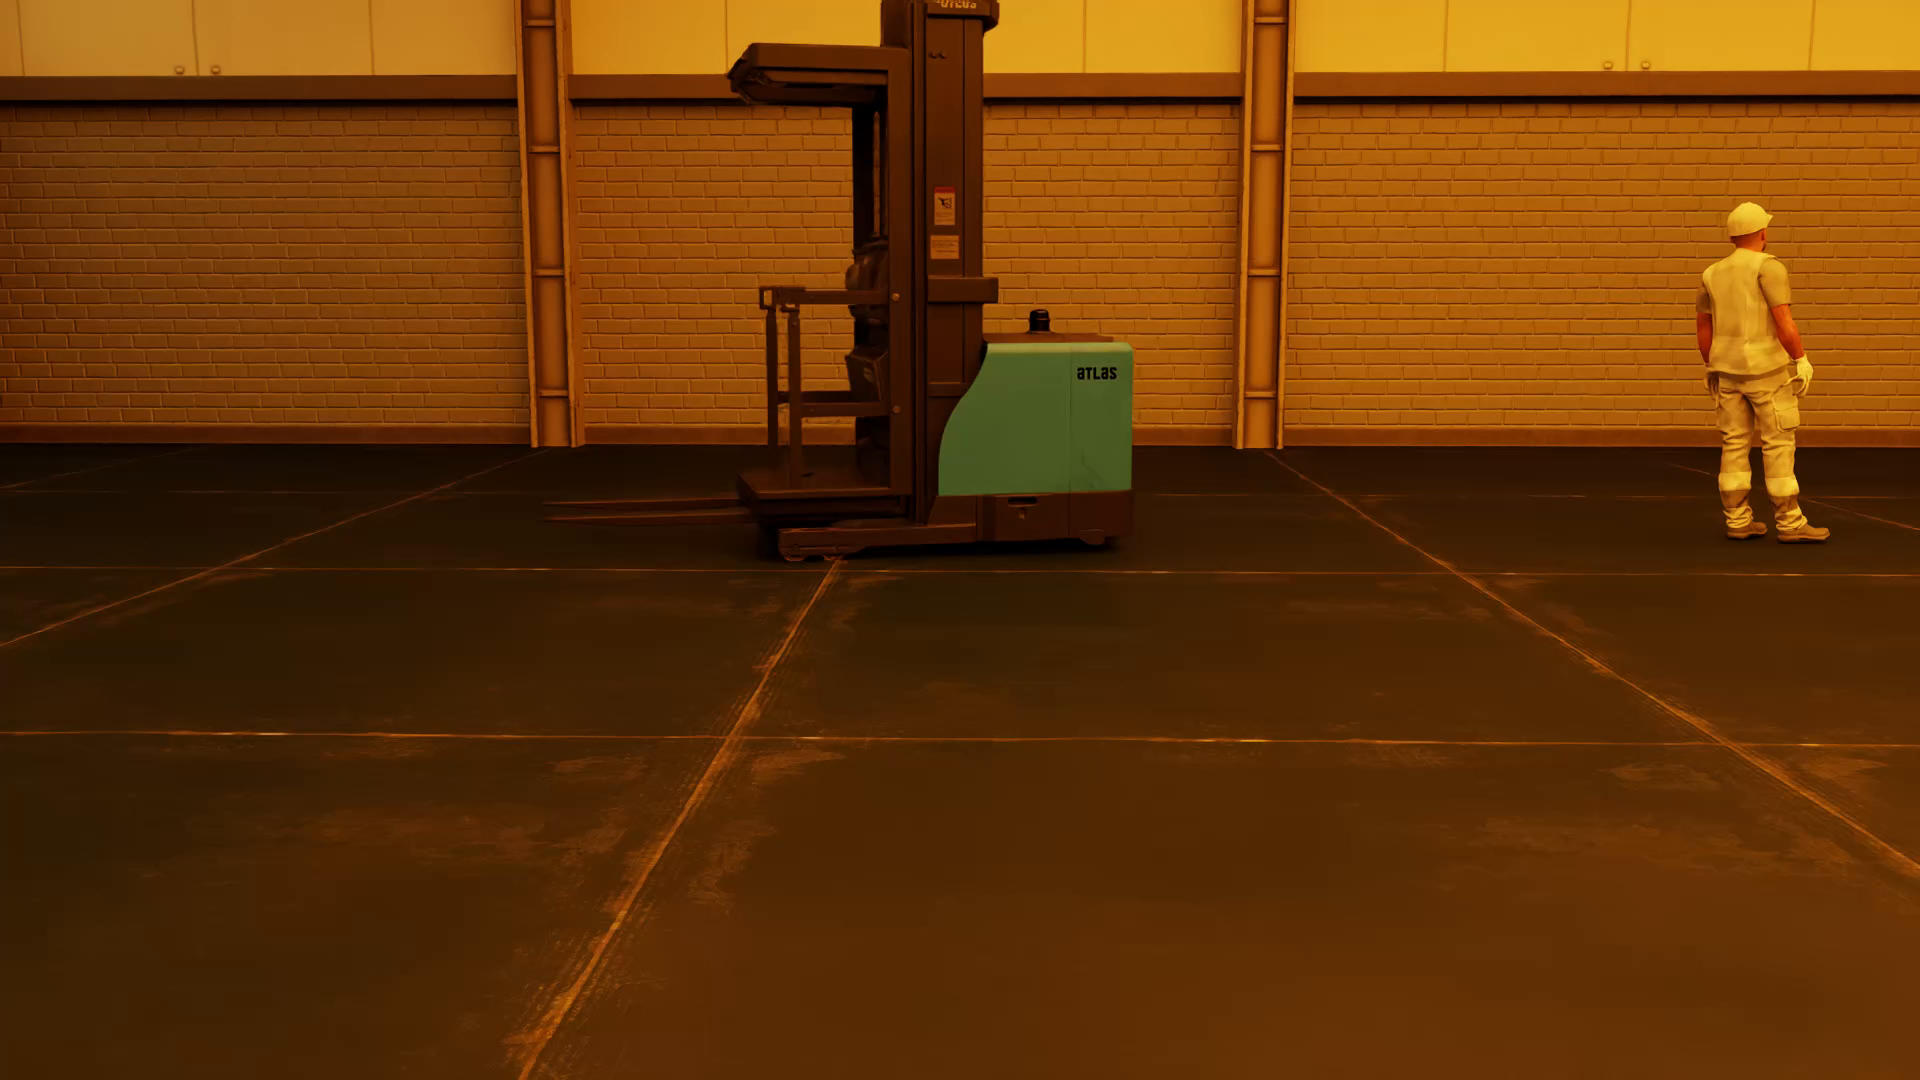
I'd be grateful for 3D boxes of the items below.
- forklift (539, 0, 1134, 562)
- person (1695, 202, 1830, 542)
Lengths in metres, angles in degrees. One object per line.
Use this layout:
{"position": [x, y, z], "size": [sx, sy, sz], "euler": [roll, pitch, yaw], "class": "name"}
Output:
{"position": [-0.664, -1.425, 8.624], "size": [3.031, 2.935, 1.130], "euler": [-2, 9, -13], "class": "forklift"}
{"position": [4.303, -0.900, 8.923], "size": [0.561, 1.790, 0.637], "euler": [-4, 10, -25], "class": "person"}
